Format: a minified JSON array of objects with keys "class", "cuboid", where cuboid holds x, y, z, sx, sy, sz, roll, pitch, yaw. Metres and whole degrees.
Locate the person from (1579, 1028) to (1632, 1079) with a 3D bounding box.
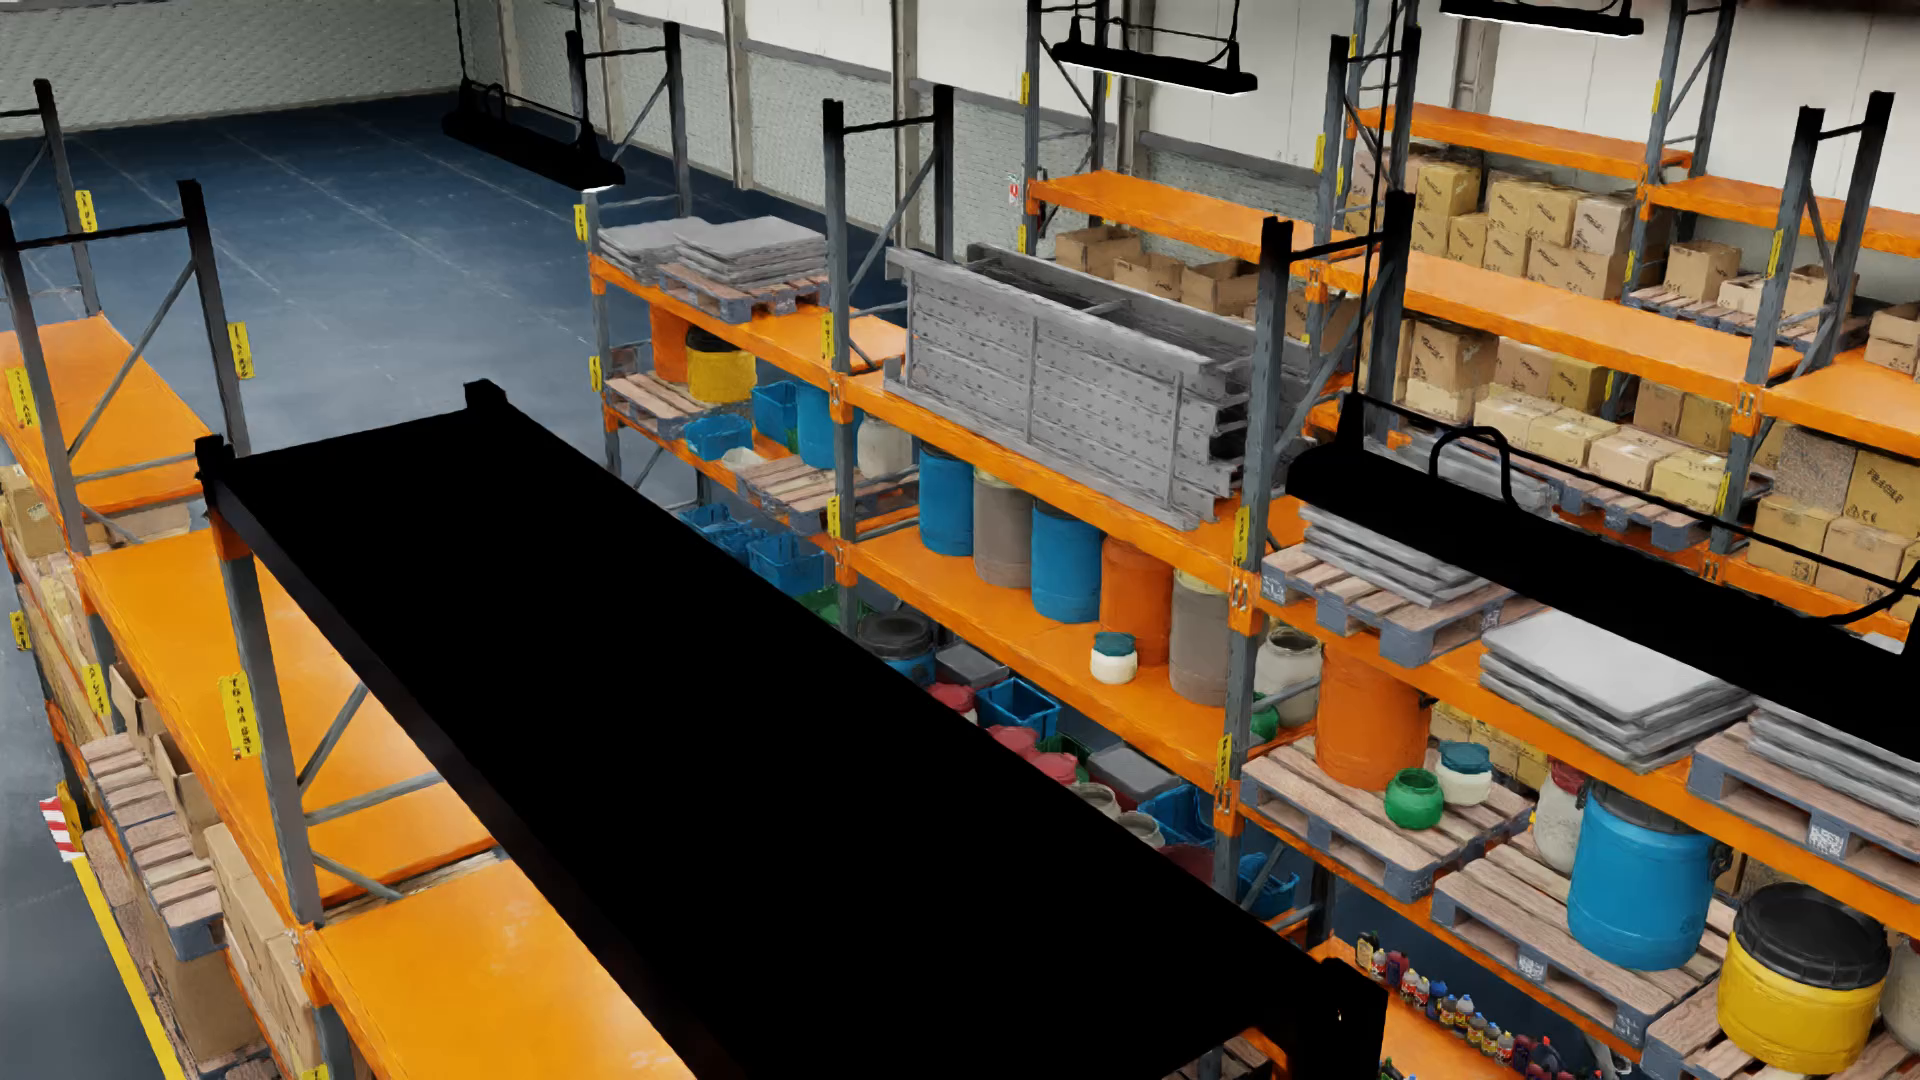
[{"class":"person","cuboid":[4.241,2.915,10.878,0.566,1.526,0.519,-19,31,-35]}]
